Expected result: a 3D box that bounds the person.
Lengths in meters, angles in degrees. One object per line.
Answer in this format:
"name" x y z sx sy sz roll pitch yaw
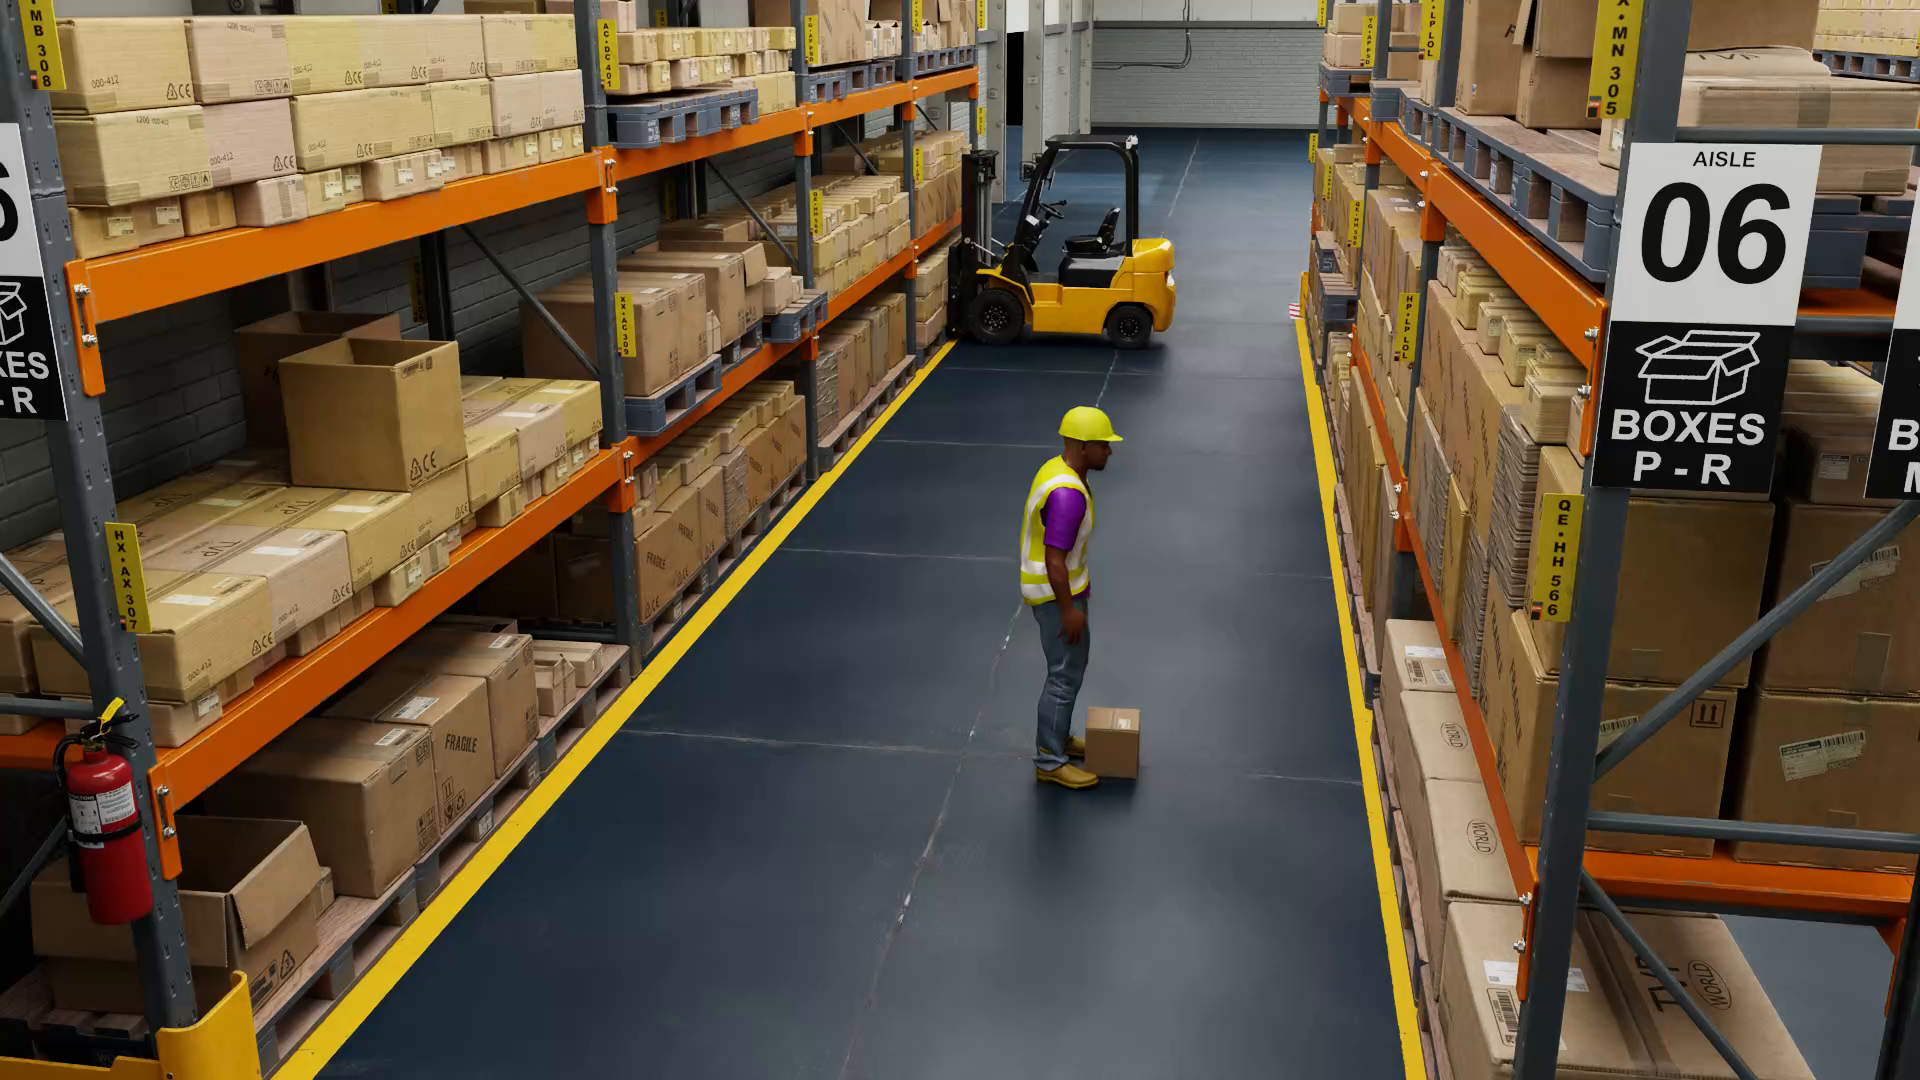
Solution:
"person" 0.509 0.243 7.765 0.459 1.761 0.638 2 18 7
